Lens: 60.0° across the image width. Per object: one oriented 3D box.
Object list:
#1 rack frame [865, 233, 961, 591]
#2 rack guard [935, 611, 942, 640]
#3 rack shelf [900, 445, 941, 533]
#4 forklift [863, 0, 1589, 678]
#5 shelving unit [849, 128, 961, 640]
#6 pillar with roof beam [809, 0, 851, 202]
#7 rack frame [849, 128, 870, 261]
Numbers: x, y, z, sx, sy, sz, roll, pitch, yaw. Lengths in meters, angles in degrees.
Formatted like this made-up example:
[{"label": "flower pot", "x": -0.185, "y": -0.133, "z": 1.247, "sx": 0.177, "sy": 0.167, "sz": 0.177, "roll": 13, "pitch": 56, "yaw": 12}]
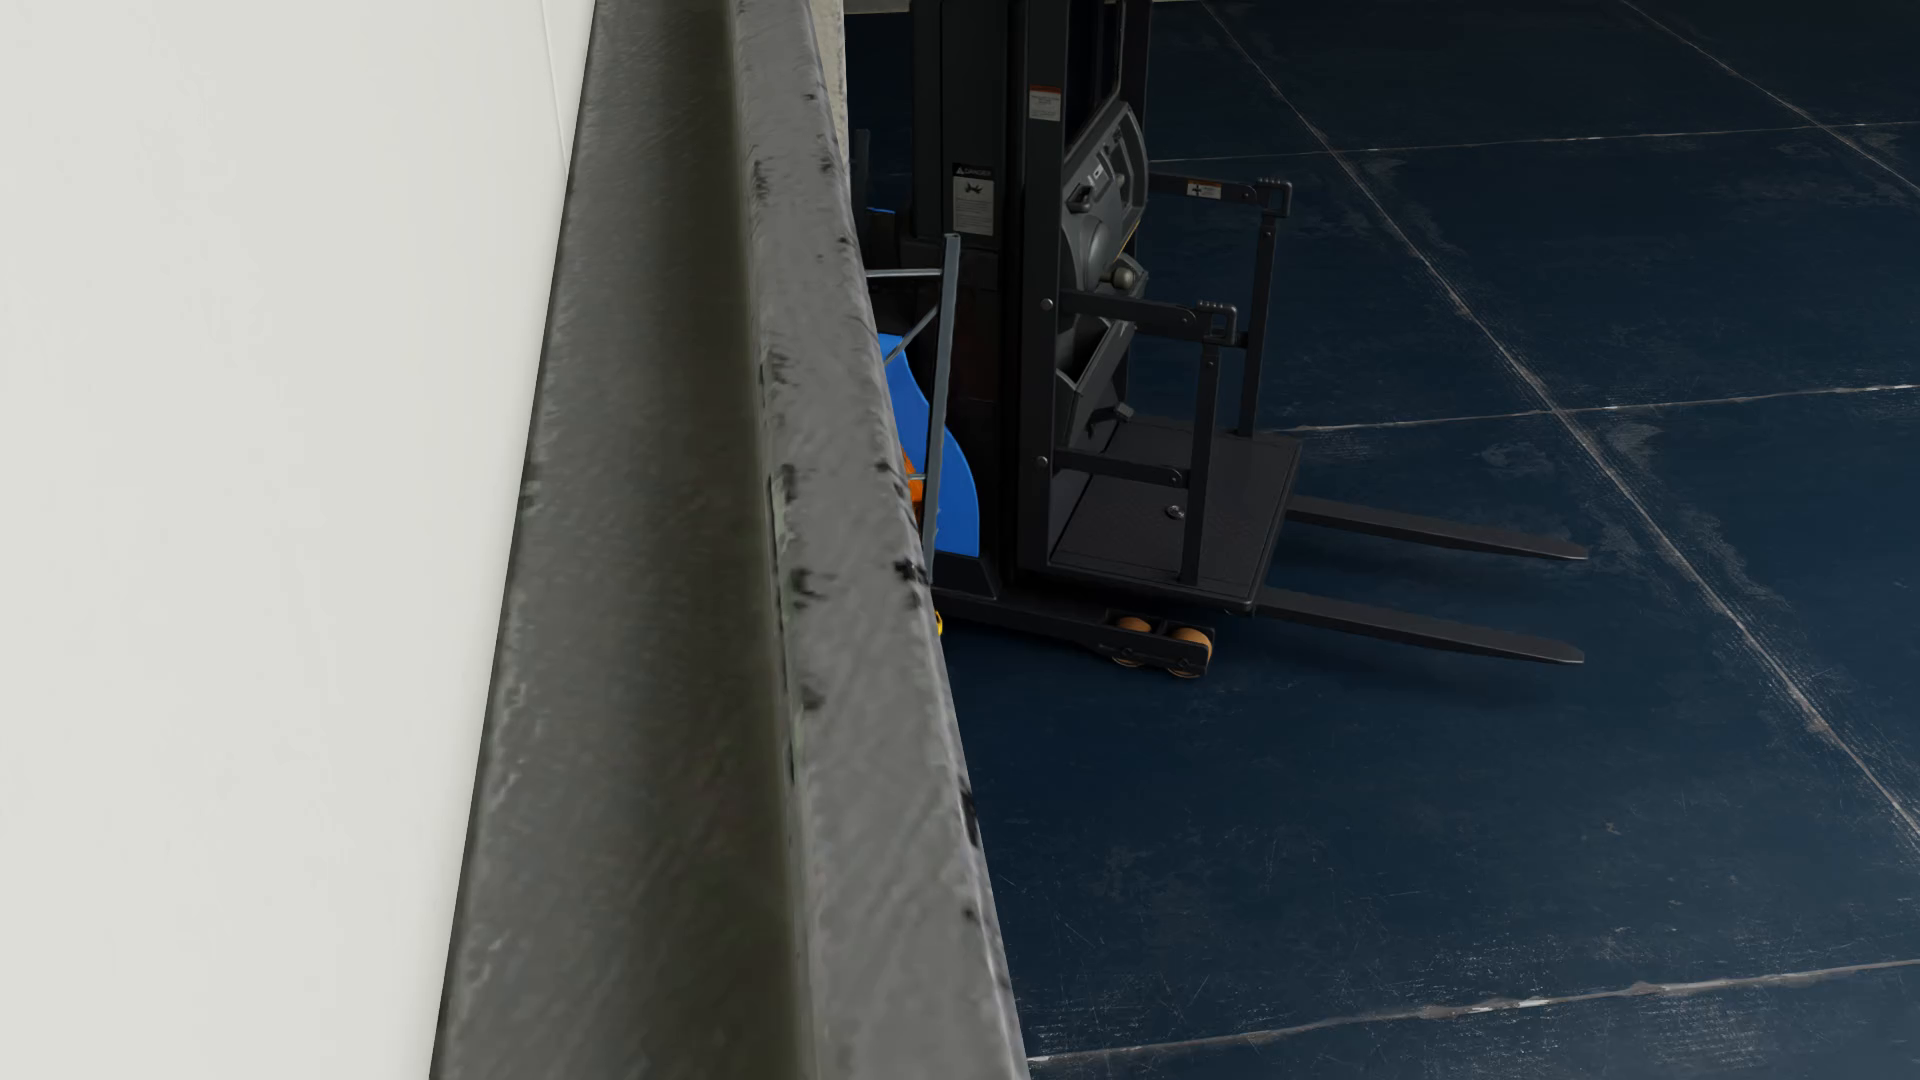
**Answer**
[{"label": "rack frame", "x": -0.301, "y": -0.172, "z": 4.888, "sx": 0.500, "sy": 1.500, "sz": 0.032, "roll": -5, "pitch": 31, "yaw": -17}, {"label": "rack guard", "x": -0.352, "y": 0.370, "z": 5.194, "sx": 0.587, "sy": 0.250, "sz": 0.087, "roll": -5, "pitch": 31, "yaw": -17}, {"label": "rack shelf", "x": -0.463, "y": -0.264, "z": 5.393, "sx": 0.538, "sy": 0.185, "sz": 1.000, "roll": -5, "pitch": 31, "yaw": -17}, {"label": "forklift", "x": 0.652, "y": -1.086, "z": 5.241, "sx": 3.031, "sy": 2.935, "sz": 1.130, "roll": 11, "pitch": 36, "yaw": 15}, {"label": "shelving unit", "x": -0.446, "y": -0.416, "z": 5.298, "sx": 0.587, "sy": 1.500, "sz": 1.083, "roll": -5, "pitch": 31, "yaw": -17}, {"label": "pillar with roof beam", "x": 3.909, "y": -2.664, "z": 2.168, "sx": 9.100, "sy": 9.000, "sz": 0.400, "roll": -4, "pitch": 35, "yaw": -6}, {"label": "rack frame", "x": -0.597, "y": -0.670, "z": 5.723, "sx": 0.500, "sy": 1.500, "sz": 0.032, "roll": -5, "pitch": 31, "yaw": -17}]
